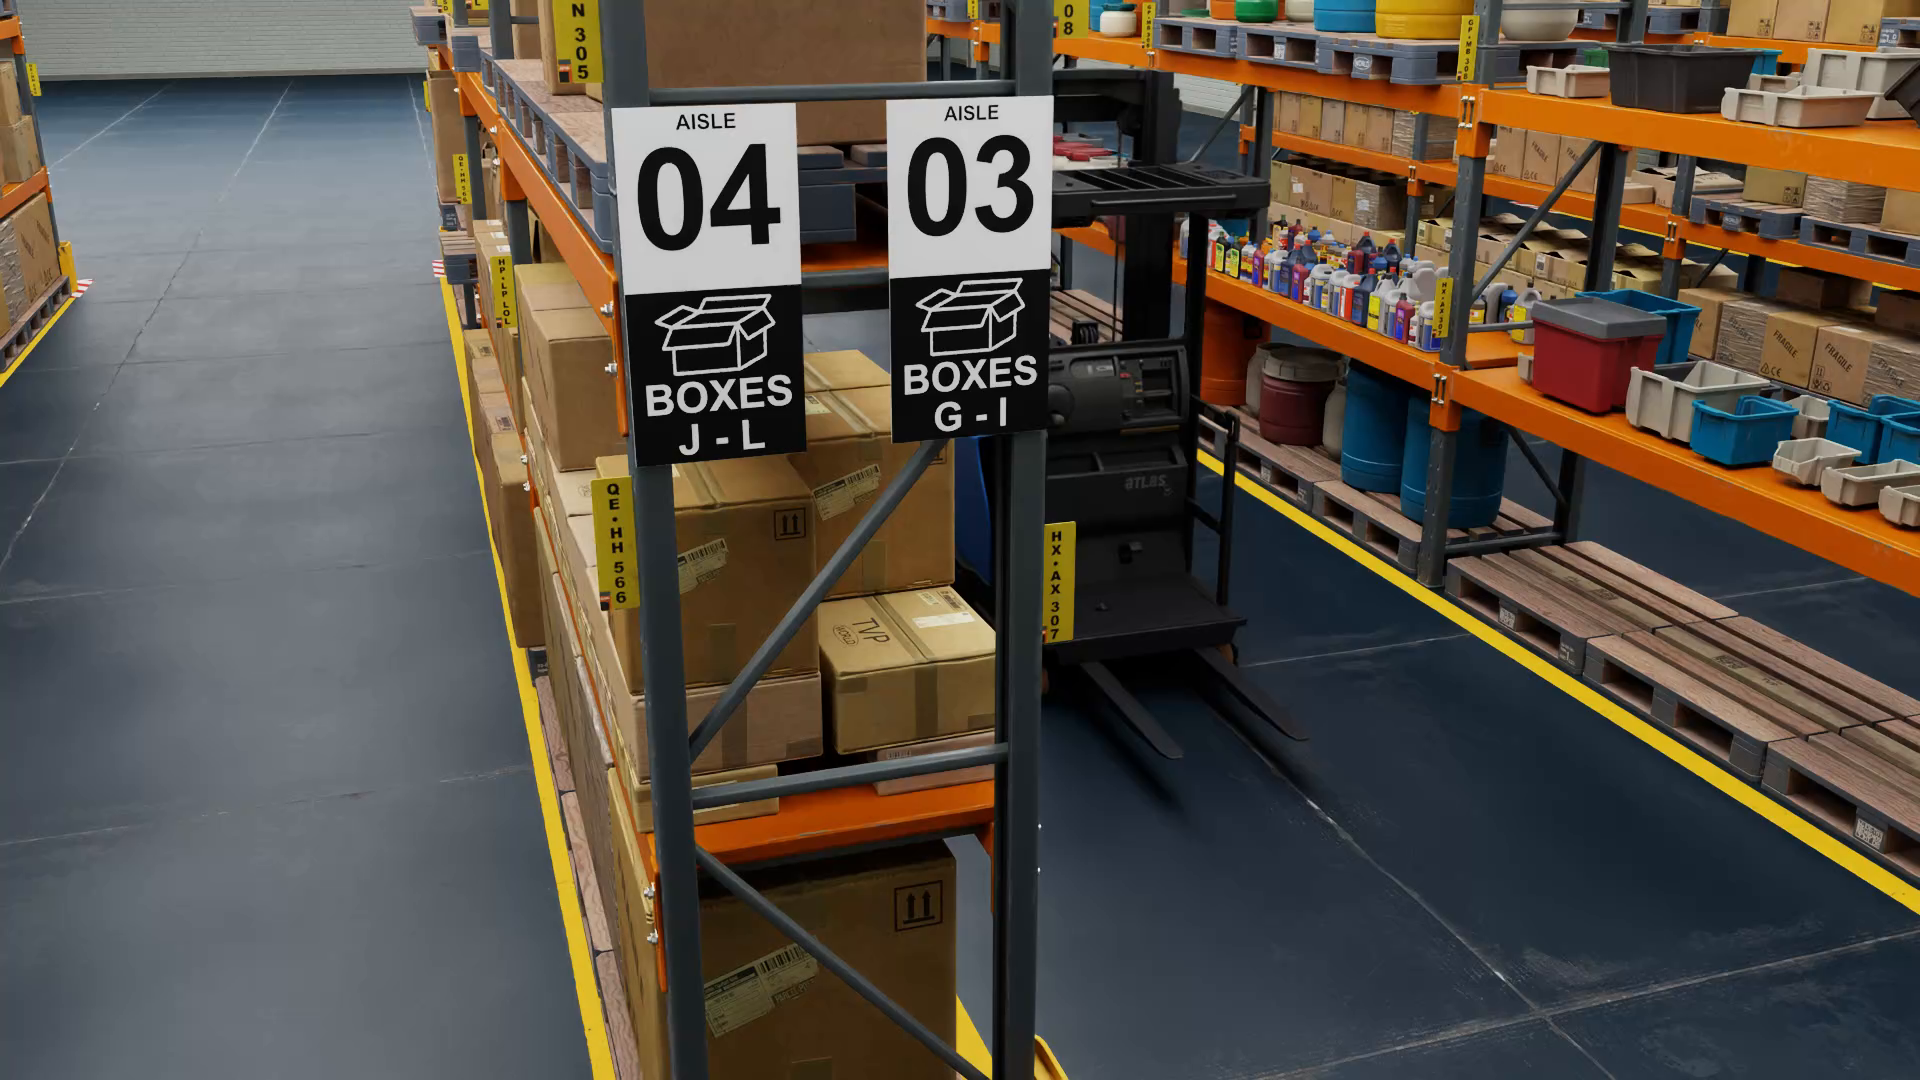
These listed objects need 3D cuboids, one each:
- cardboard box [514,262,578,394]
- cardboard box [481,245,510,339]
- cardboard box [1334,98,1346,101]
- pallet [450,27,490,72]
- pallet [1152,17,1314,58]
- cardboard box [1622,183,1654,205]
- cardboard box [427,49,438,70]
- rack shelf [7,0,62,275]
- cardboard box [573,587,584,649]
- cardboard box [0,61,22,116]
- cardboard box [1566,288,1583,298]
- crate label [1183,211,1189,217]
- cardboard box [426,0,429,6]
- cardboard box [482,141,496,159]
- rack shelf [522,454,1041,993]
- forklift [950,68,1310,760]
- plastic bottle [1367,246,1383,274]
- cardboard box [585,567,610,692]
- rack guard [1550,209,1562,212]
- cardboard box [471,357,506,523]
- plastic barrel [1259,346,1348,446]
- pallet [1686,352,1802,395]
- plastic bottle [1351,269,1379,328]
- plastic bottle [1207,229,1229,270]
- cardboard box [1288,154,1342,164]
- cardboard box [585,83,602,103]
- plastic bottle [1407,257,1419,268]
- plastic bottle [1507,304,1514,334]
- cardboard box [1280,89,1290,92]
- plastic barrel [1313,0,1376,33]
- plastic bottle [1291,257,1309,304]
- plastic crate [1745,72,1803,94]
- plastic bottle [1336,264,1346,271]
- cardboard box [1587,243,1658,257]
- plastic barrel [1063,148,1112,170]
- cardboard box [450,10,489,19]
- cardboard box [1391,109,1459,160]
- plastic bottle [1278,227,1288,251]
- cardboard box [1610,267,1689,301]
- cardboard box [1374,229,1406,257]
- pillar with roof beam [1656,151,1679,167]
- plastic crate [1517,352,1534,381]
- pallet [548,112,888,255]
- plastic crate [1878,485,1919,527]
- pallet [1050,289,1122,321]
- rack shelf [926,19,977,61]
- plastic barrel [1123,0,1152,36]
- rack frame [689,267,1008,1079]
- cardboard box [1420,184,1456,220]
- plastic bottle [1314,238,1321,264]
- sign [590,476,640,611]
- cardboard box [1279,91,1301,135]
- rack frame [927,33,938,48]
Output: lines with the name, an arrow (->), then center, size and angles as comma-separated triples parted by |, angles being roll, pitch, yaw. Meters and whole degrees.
cardboard box -> -1.631, -0.912, 7.191 | 0.500, 0.500, 0.500 | -6, 21, -17
cardboard box -> -2.573, -1.487, 9.971 | 0.500, 0.500, 0.500 | -7, 21, -18
cardboard box -> 4.579, -5.199, 19.345 | 0.380, 0.149, 0.250 | -6, 21, -15
pallet -> -2.544, -3.076, 10.385 | 1.213, 0.211, 1.003 | -5, 20, -15
pallet -> 2.053, -3.547, 11.697 | 1.003, 0.211, 1.213 | -6, 21, -17
cardboard box -> 6.064, -3.147, 15.111 | 0.380, 0.149, 0.250 | -6, 21, -17
cardboard box -> -5.397, -4.974, 17.759 | 0.500, 0.500, 0.500 | -6, 21, -17
rack shelf -> 1.266, -3.643, 14.573 | 20.858, 4.048, 12.165 | -6, 21, -17
cardboard box -> -1.111, 0.241, 5.679 | 0.380, 0.149, 0.250 | -6, 21, -17
cardboard box -> -9.971, -4.482, 16.639 | 0.875, 0.550, 0.550 | -6, 21, -17
cardboard box -> 6.047, -2.217, 15.598 | 0.500, 0.250, 0.500 | -7, 21, -18
crate label -> 1.850, -2.845, 13.847 | 0.502, 0.435, 0.616 | -6, 21, -17
cardboard box -> -5.085, -5.356, 16.676 | 0.500, 0.250, 0.500 | -6, 21, -17
cardboard box -> -3.421, -2.938, 13.384 | 0.797, 0.503, 0.637 | -4, 20, -12
rack shelf -> -0.911, 0.310, 6.181 | 1.077, 0.370, 4.000 | -6, 21, -17
forklift -> 0.779, -0.751, 8.172 | 1.130, 2.935, 3.031 | -6, 21, -16
plastic bottle -> 2.839, -1.866, 11.346 | 0.061, 0.283, 0.133 | -6, 21, -17
cardboard box -> -0.845, 0.253, 5.055 | 0.500, 0.250, 0.500 | -7, 21, -18
rack guard -> 8.820, -4.899, 23.318 | 1.175, 0.500, 0.348 | -6, 21, -17
cardboard box -> -2.326, -0.641, 10.287 | 1.225, 0.875, 0.875 | -6, 21, -17
plastic barrel -> 2.430, -1.026, 11.780 | 0.600, 0.588, 0.708 | -6, 21, -17
pallet -> 6.808, -1.450, 14.140 | 1.003, 0.211, 1.213 | -6, 21, -17
plastic bottle -> 2.505, -1.493, 10.209 | 0.144, 0.351, 0.185 | -6, 21, -17
plastic bottle -> 1.880, -2.100, 12.010 | 0.152, 0.276, 0.135 | -6, 21, -17
cardboard box -> 4.546, -4.689, 21.370 | 0.500, 0.500, 0.500 | -6, 21, -17
cardboard box -> -0.767, -1.606, 5.095 | 0.700, 0.500, 0.500 | -8, 21, -21
plastic bottle -> 3.005, -1.737, 11.005 | 0.097, 0.271, 0.097 | 0, 20, 0
plastic bottle -> 3.357, -1.344, 10.015 | 0.097, 0.201, 0.097 | 0, 20, 0
cardboard box -> 4.176, -5.612, 20.495 | 0.380, 0.149, 0.250 | -6, 21, -17
plastic barrel -> 2.481, -3.574, 10.128 | 0.600, 0.901, 0.708 | -6, 21, -17
plastic bottle -> 2.227, -1.700, 10.885 | 0.061, 0.283, 0.133 | -6, 21, -17
plastic crate -> 3.924, -2.117, 7.825 | 0.293, 0.136, 0.466 | -6, 21, -17
plastic bottle -> 2.456, -1.644, 10.747 | 0.097, 0.271, 0.097 | 0, 20, 0
cardboard box -> 6.392, -2.704, 16.124 | 0.500, 0.311, 0.500 | -7, 21, -19
plastic barrel -> 1.107, -3.123, 14.474 | 0.433, 0.535, 0.433 | 0, 20, 0
cardboard box -> -3.184, -3.775, 11.164 | 0.500, 0.500, 0.500 | -6, 21, -16
cardboard box -> 2.536, -2.142, 11.794 | 10.414, 0.500, 11.691 | -7, 21, -19
plastic bottle -> 2.457, -2.263, 12.575 | 0.097, 0.201, 0.097 | 0, 20, 0
cardboard box -> 6.211, -2.315, 15.041 | 0.500, 0.311, 0.500 | -6, 21, -16
cardboard box -> 4.999, -3.318, 18.664 | 0.500, 0.250, 0.500 | -6, 21, -17
pillar with roof beam -> 5.750, -8.334, 20.306 | 9.100, 9.000, 0.400 | -6, 21, -17
plastic crate -> 3.173, -0.936, 8.887 | 0.396, 0.136, 0.243 | -6, 21, -17
pallet -> -0.525, -0.994, 4.440 | 1.003, 0.211, 1.213 | -6, 21, -17
plastic crate -> 3.914, -0.154, 6.710 | 0.396, 0.136, 0.243 | -6, 21, -17
pallet -> 0.932, -2.204, 16.240 | 1.003, 0.211, 1.213 | -6, 21, -17
rack shelf -> 0.020, -5.479, 17.860 | 1.077, 0.370, 4.000 | -6, 21, -17
plastic barrel -> 1.648, -4.591, 13.687 | 0.600, 0.830, 0.708 | -6, 21, -17
rack frame -> -0.285, 0.613, 4.271 | 0.949, 2.616, 0.053 | -6, 21, -17
cardboard box -> 5.503, -3.728, 18.694 | 0.500, 0.500, 0.500 | -6, 21, -17
plastic bottle -> 2.621, -2.096, 12.108 | 0.097, 0.201, 0.097 | 0, 20, 0
sign -> -0.801, 0.010, 3.888 | 0.100, 0.325, 0.005 | -6, 21, -17
cardboard box -> 4.399, -5.301, 20.589 | 0.700, 0.500, 0.500 | -6, 21, -16
rack frame -> -0.612, -5.047, 20.031 | 0.949, 2.616, 0.053 | -6, 21, -17
